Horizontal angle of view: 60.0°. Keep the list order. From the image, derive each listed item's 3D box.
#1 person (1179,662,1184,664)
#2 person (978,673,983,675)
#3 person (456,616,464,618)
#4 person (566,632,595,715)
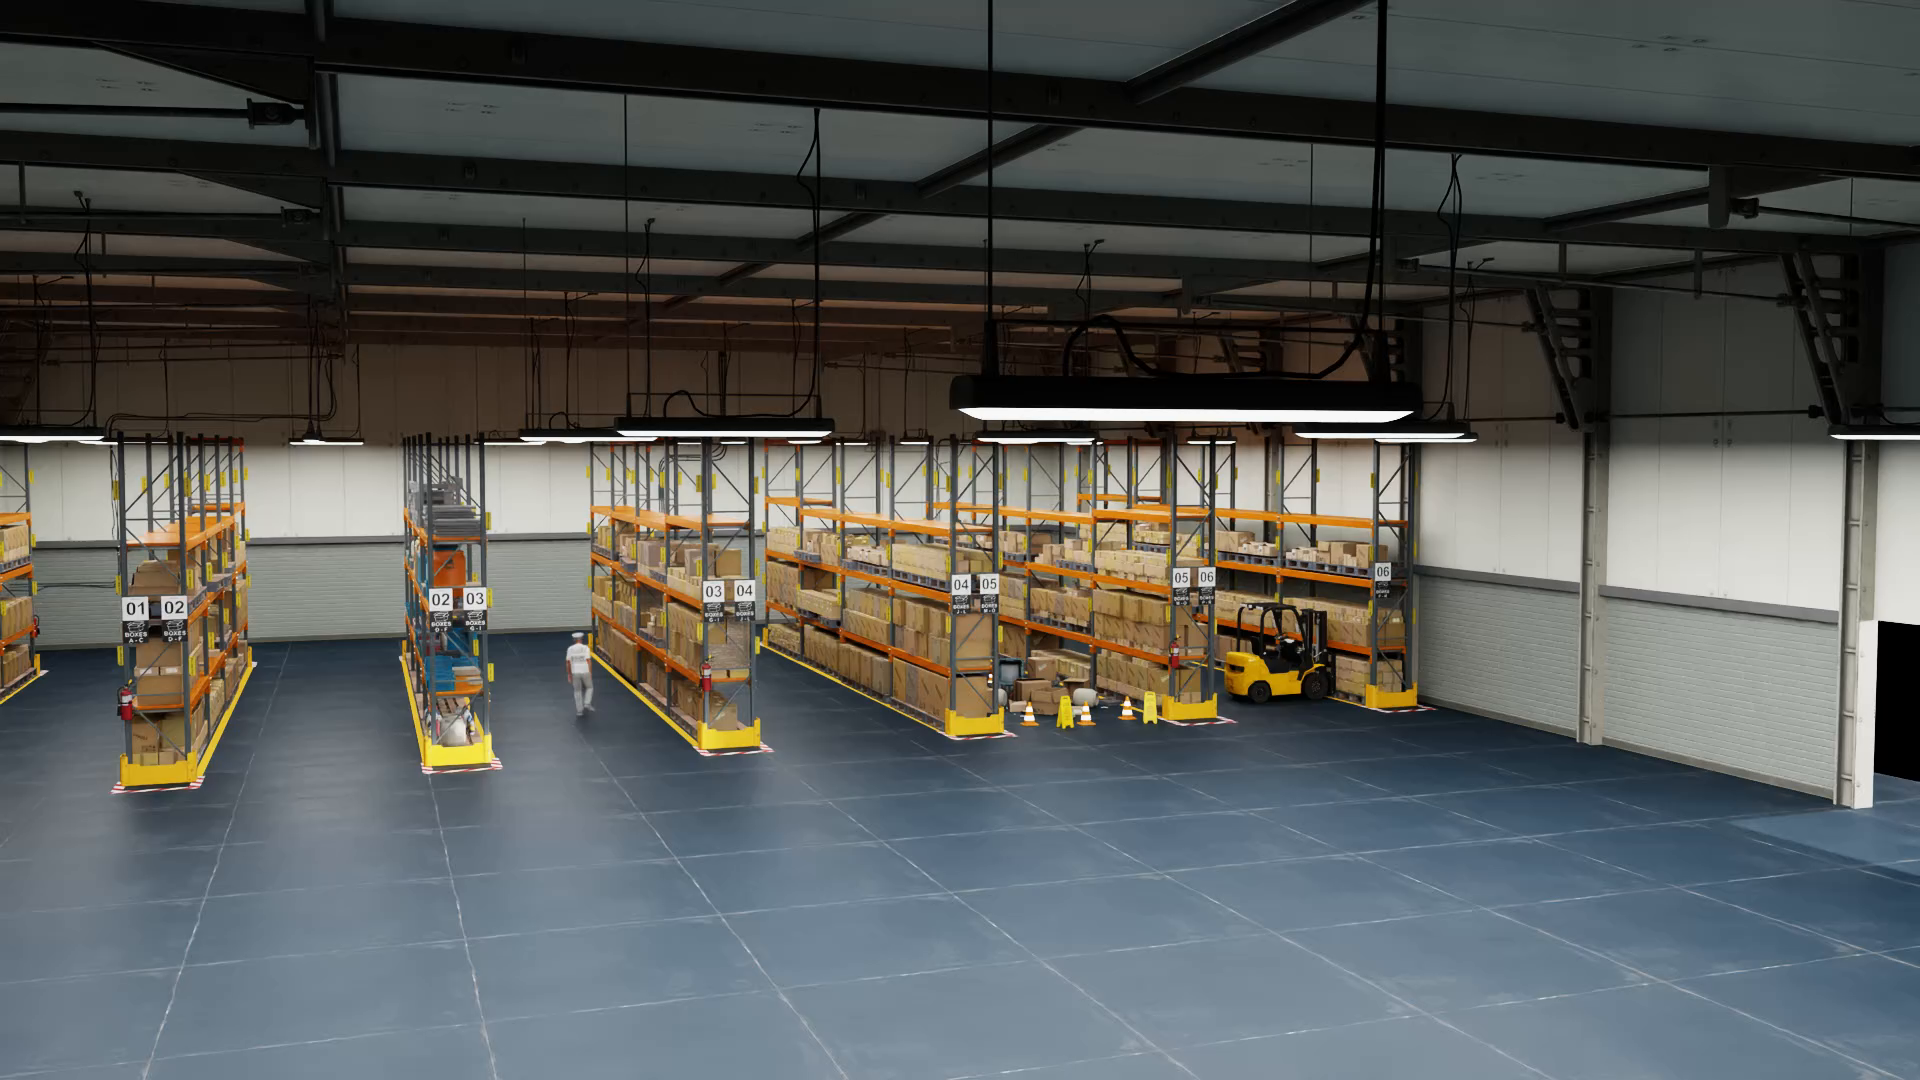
[{"bbox_3d":[5.155,2.677,39.414,0.607,1.834,0.608,-1,3,-24],"label":"person"},{"bbox_3d":[0.362,2.668,40.827,0.514,1.687,0.627,-2,4,-29],"label":"person"},{"bbox_3d":[-14.459,2.183,47.853,0.703,1.728,1.100,-2,4,-29],"label":"person"},{"bbox_3d":[-8.125,2.863,35.622,0.599,1.755,0.533,-1,3,-10],"label":"person"}]
